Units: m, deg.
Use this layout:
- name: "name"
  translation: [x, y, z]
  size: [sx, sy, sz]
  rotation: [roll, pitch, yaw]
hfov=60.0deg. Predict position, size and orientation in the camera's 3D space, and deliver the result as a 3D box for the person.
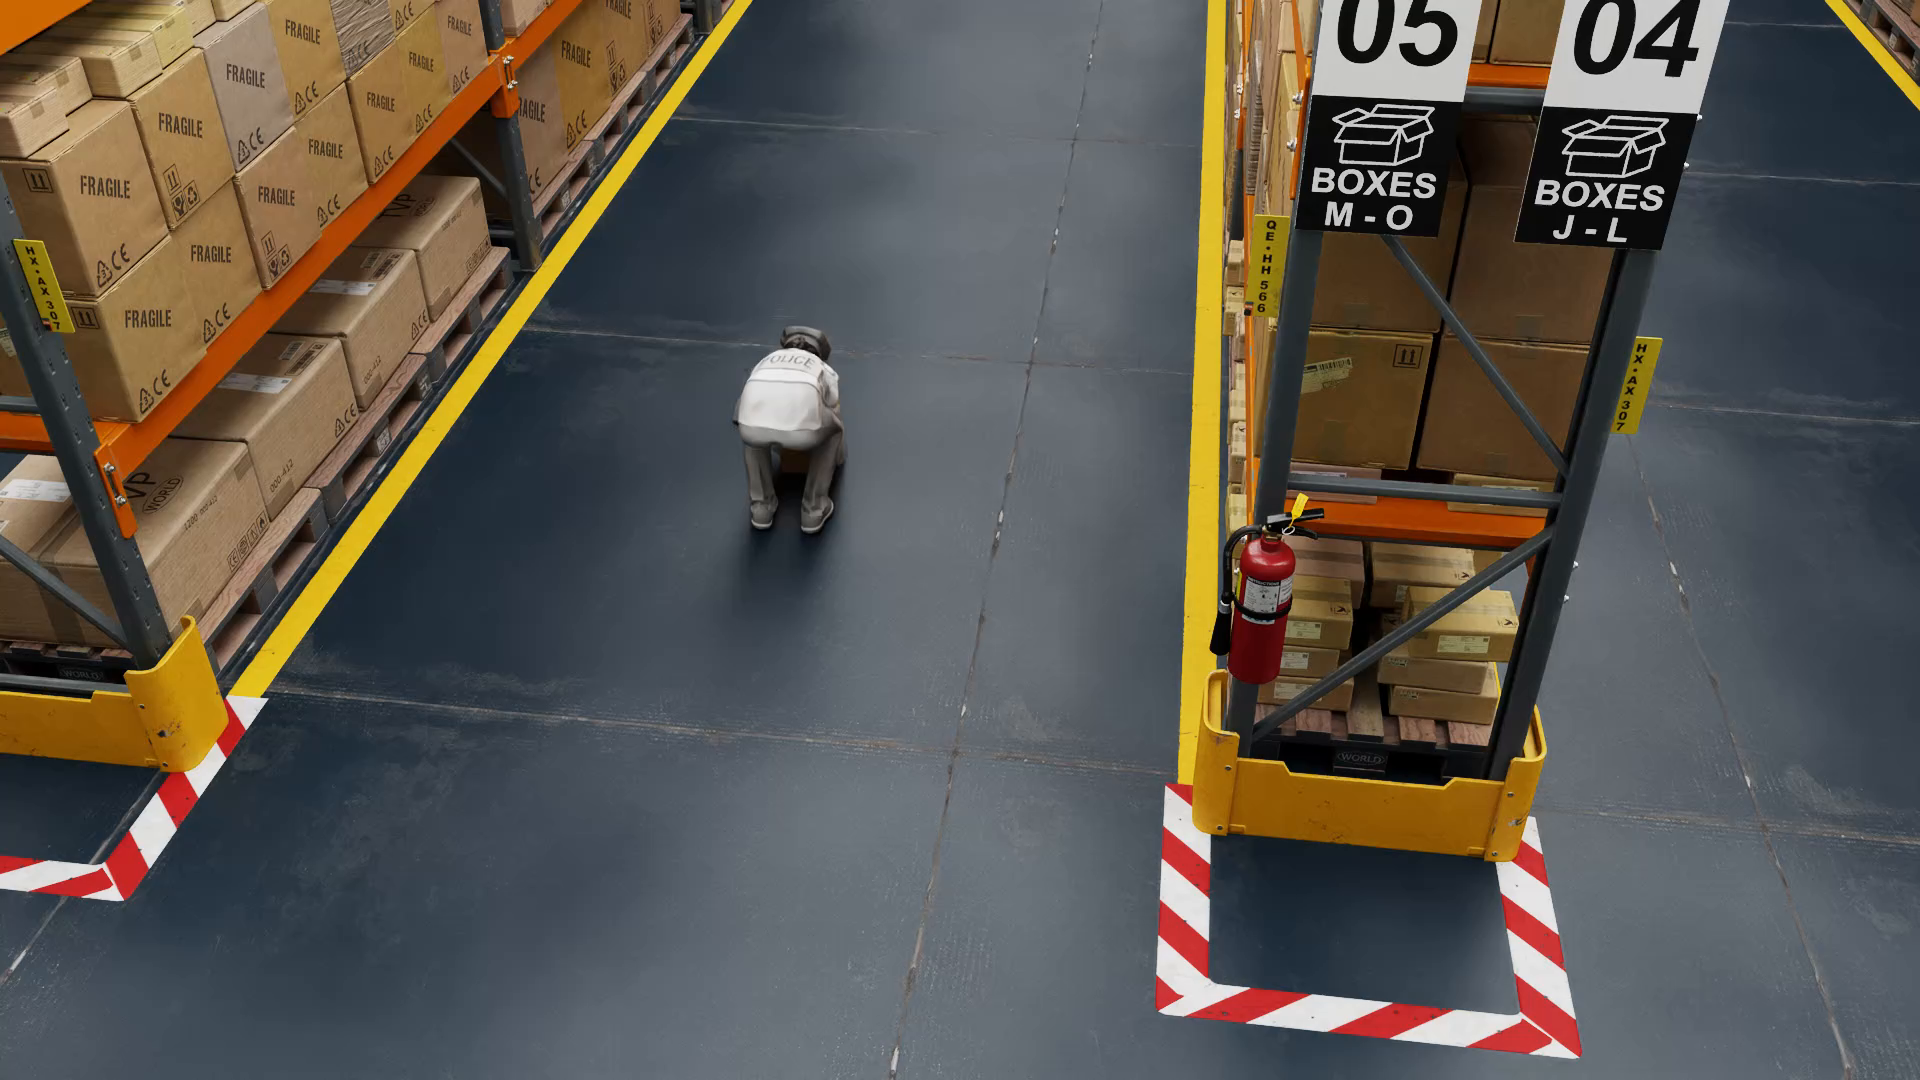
- name: "person"
  translation: [-0.769, -0.516, 7.589]
  size: [0.469, 0.822, 0.898]
  rotation: [3, 36, 4]
